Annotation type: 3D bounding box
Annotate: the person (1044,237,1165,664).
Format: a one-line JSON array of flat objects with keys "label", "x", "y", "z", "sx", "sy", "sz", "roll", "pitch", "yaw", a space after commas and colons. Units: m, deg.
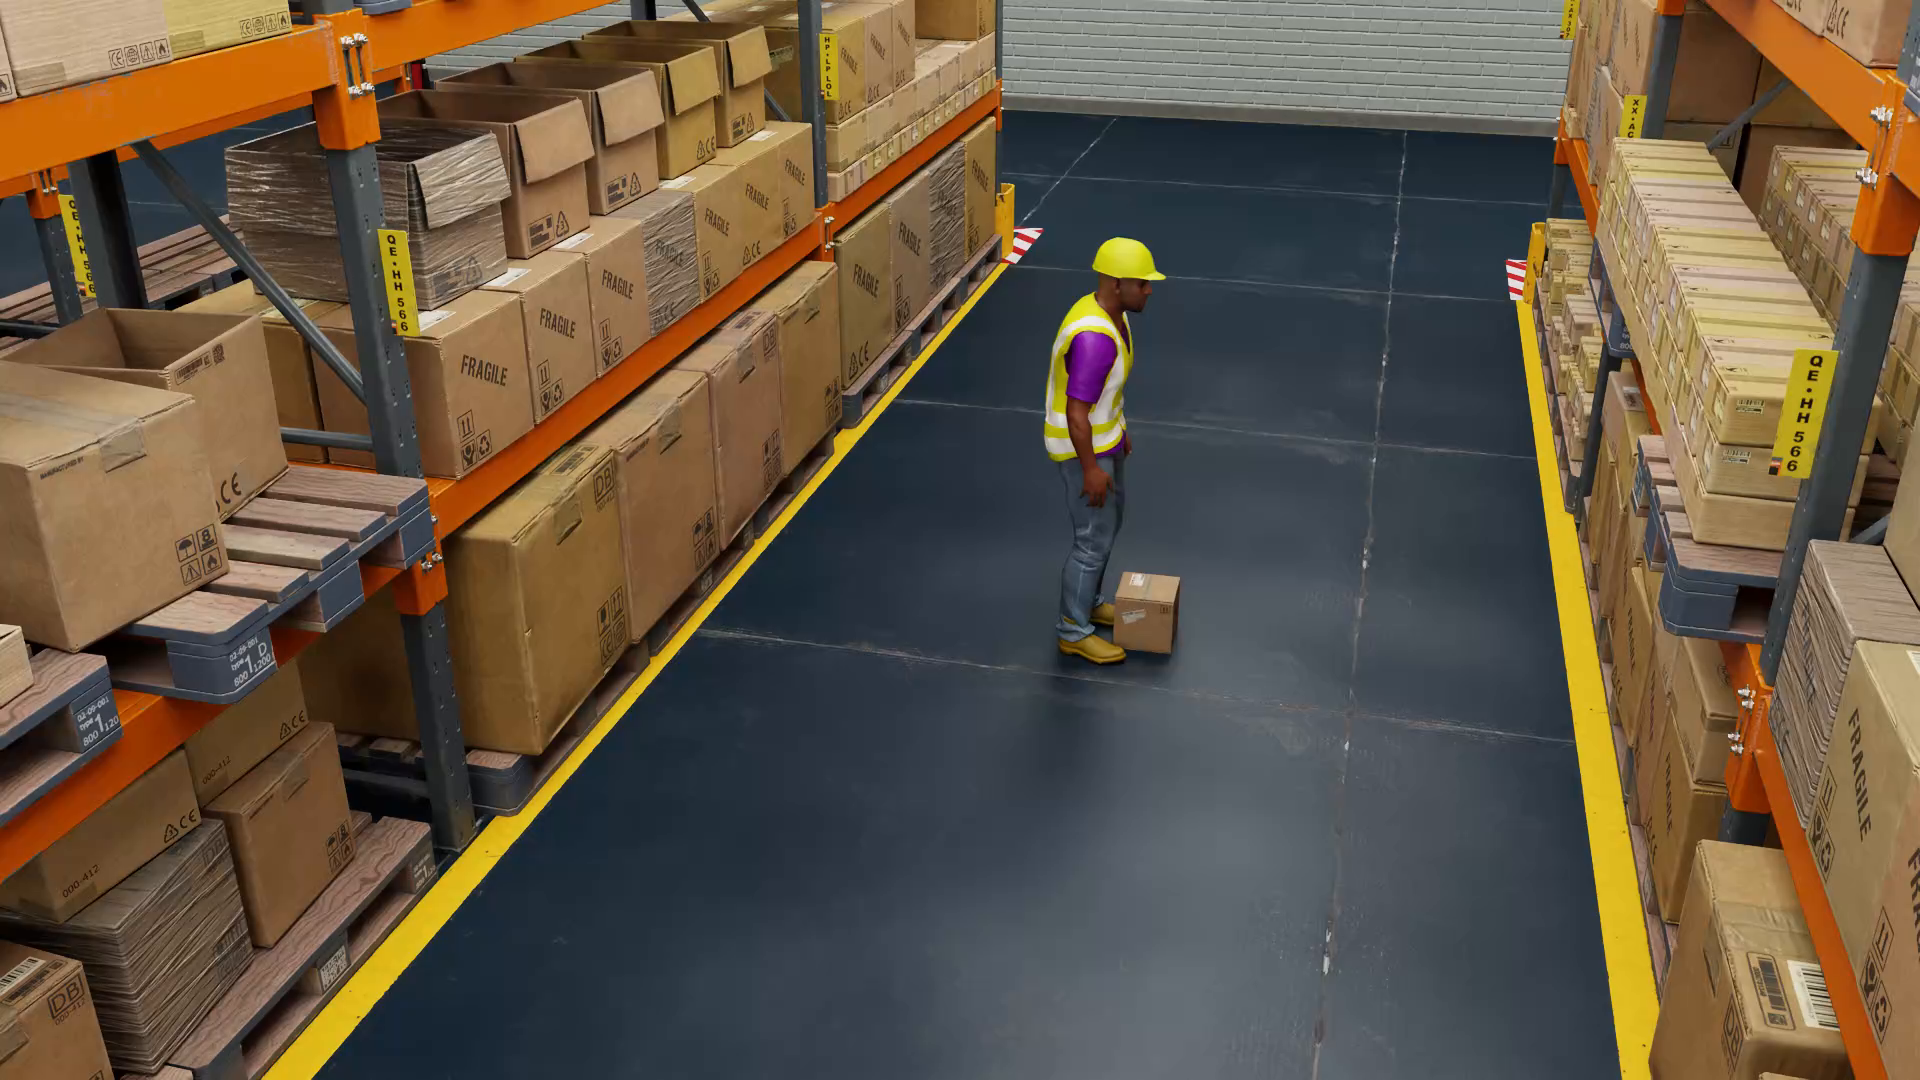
[{"label": "person", "x": 0.585, "y": -0.388, "z": 6.911, "sx": 0.457, "sy": 1.761, "sz": 0.626, "roll": 7, "pitch": 26, "yaw": 14}]
